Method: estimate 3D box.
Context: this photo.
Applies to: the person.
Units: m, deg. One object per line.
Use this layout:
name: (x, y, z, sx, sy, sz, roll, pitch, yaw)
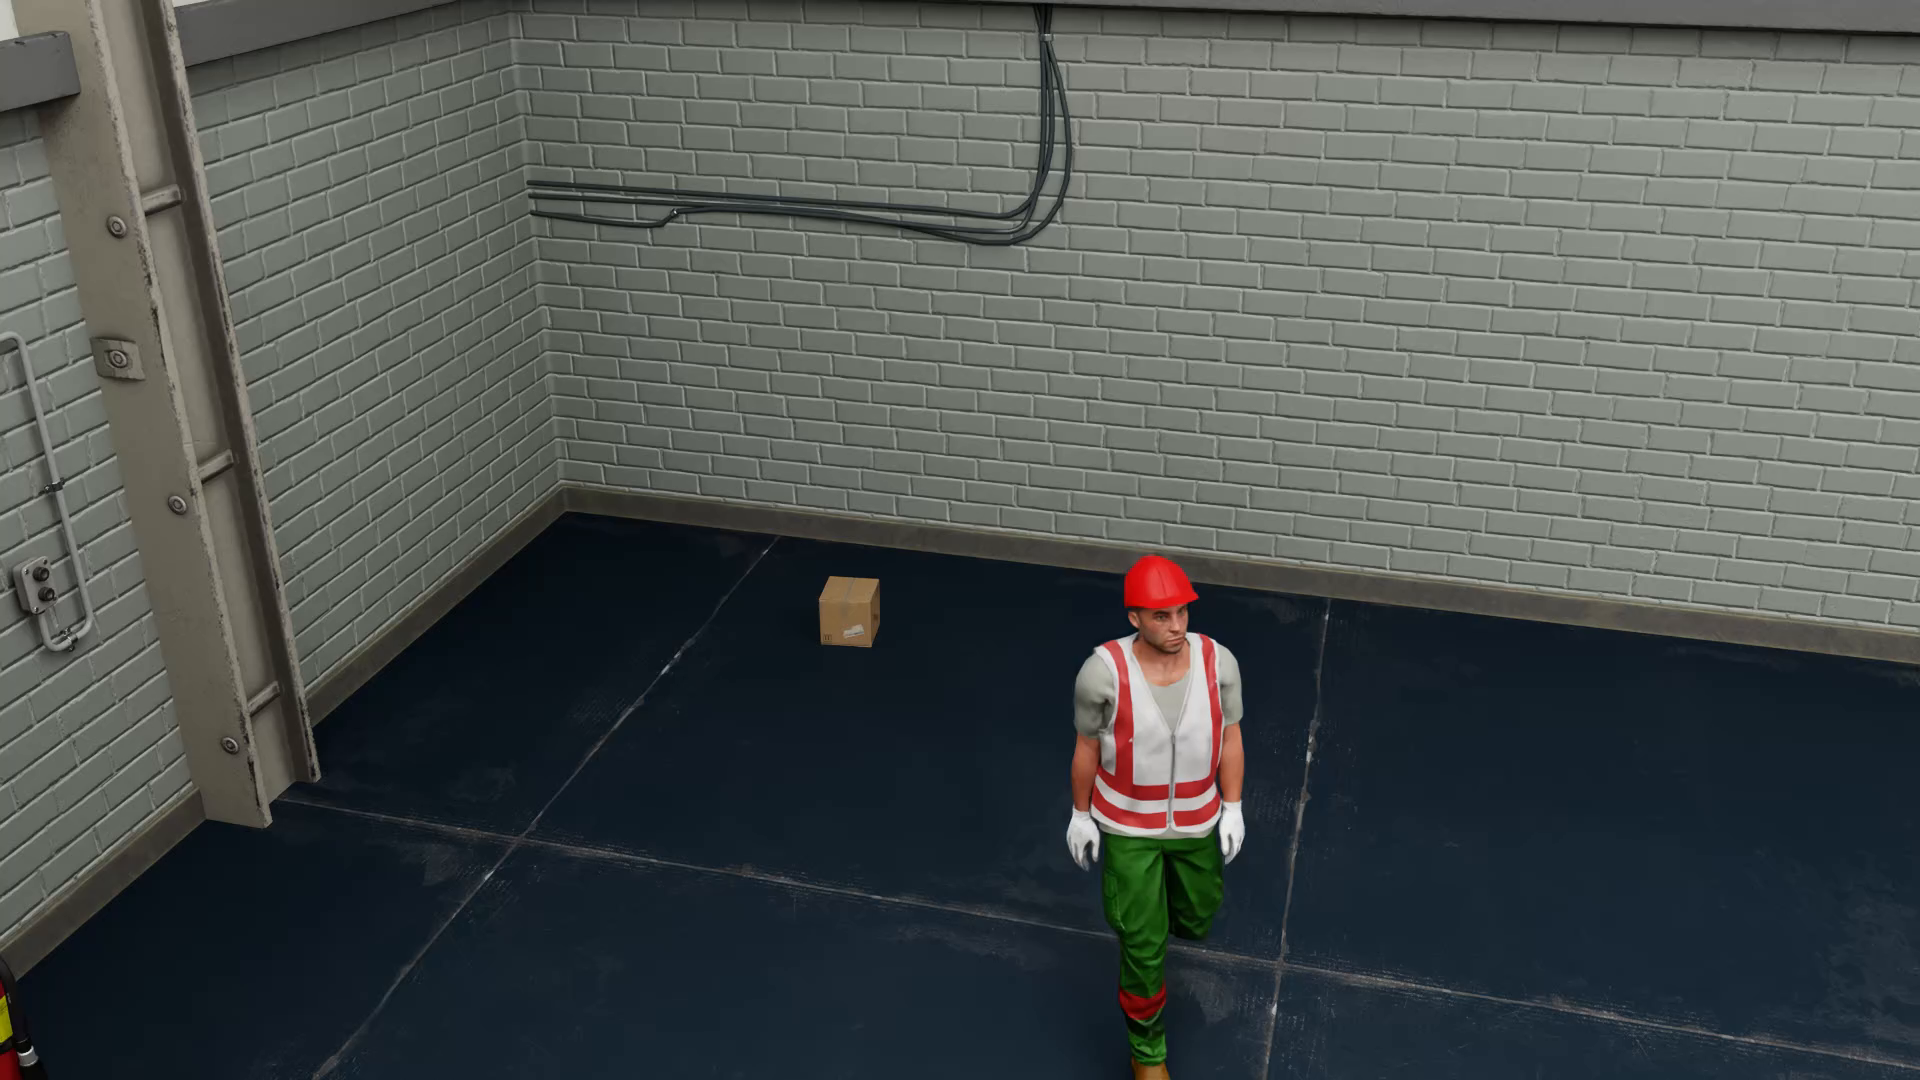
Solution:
person: (0.616, 0.853, 5.237, 0.555, 1.766, 0.842, -5, 26, -11)
